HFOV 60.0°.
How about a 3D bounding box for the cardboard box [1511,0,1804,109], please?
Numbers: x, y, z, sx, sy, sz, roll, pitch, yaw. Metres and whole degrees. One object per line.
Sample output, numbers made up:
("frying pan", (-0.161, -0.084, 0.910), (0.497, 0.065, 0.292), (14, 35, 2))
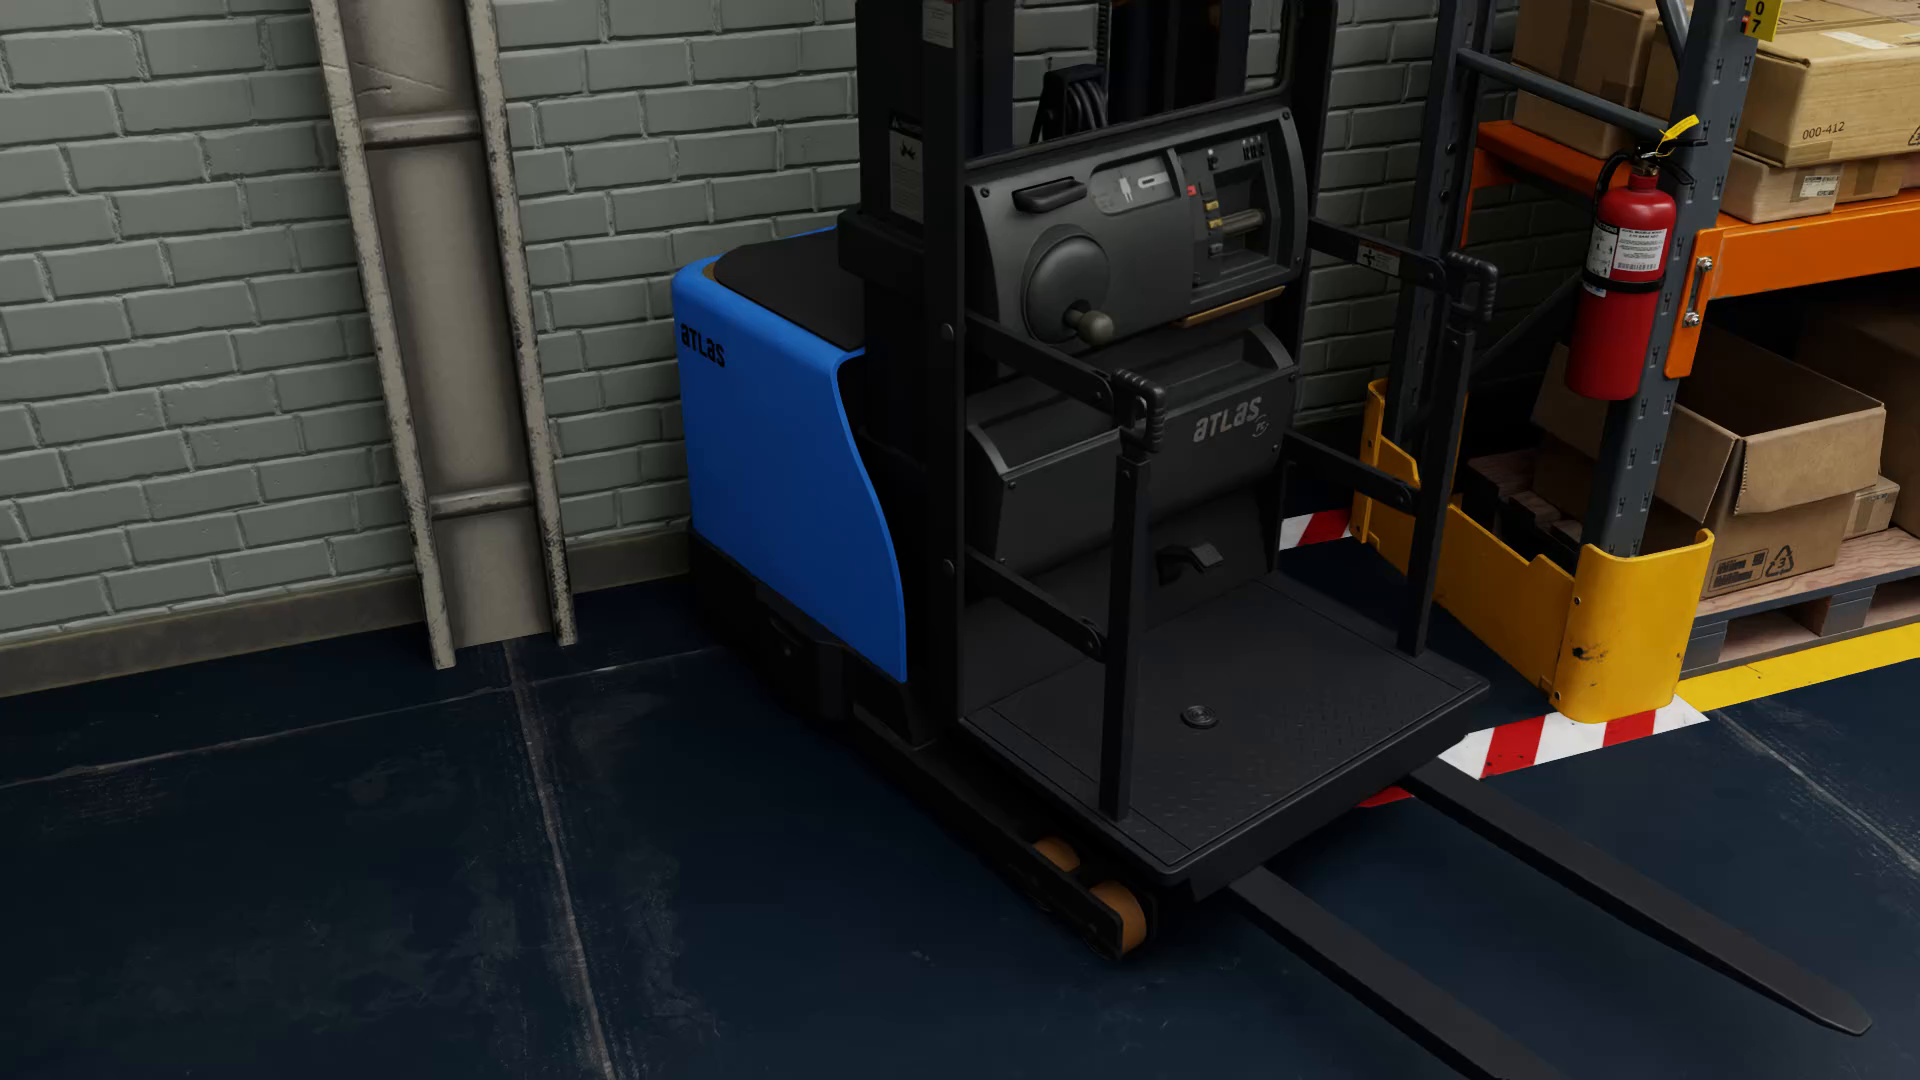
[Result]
("cardboard box", (1.854, -1.362, 4.461), (0.500, 0.250, 0.500), (-10, 31, -16))

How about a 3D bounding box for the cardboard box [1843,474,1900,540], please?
("cardboard box", (2.534, -0.156, 4.949), (0.250, 0.149, 0.380), (-12, 32, -20))

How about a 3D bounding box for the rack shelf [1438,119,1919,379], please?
("rack shelf", (3.390, -1.128, 4.926), (4.000, 0.370, 1.077), (-10, 31, -18))

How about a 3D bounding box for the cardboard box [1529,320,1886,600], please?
("cardboard box", (2.122, -0.255, 4.764), (0.637, 0.503, 0.797), (-12, 32, -20))

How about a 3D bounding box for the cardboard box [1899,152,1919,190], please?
("cardboard box", (2.376, -1.042, 4.303), (0.250, 0.149, 0.380), (-11, 31, -18))

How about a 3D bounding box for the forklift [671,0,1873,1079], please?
("forklift", (0.542, -0.639, 3.410), (1.130, 2.935, 3.031), (-22, 36, -33))

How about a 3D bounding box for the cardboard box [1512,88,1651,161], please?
("cardboard box", (1.733, -1.168, 4.523), (0.250, 0.149, 0.380), (-11, 31, -18))

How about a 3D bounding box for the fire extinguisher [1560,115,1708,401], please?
("fire extinguisher", (1.539, -0.660, 3.833), (0.183, 0.674, 0.296), (-10, 31, -18))

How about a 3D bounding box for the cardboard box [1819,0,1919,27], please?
("cardboard box", (2.507, -1.200, 4.177), (0.500, 0.250, 0.500), (-10, 31, -17))

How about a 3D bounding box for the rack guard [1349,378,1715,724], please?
("rack guard", (1.587, -0.022, 4.784), (0.348, 0.500, 1.175), (-10, 31, -18))

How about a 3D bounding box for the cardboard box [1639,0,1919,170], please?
("cardboard box", (2.035, -1.113, 4.024), (0.500, 0.250, 0.500), (-10, 31, -17))

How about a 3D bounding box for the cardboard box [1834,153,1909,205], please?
("cardboard box", (2.141, -0.981, 4.195), (0.250, 0.149, 0.380), (-10, 31, -16))

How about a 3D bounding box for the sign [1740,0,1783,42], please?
("sign", (1.705, -1.220, 3.486), (0.005, 0.325, 0.100), (-10, 31, -18))

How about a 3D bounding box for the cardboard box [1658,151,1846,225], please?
("cardboard box", (1.919, -0.916, 4.081), (0.250, 0.149, 0.380), (-11, 31, -18))

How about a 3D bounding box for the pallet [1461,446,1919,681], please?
("pallet", (2.334, -0.035, 5.098), (1.213, 0.211, 1.003), (-10, 31, -18))

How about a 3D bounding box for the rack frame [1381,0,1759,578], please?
("rack frame", (1.516, -1.095, 4.142), (0.127, 3.000, 1.000), (-10, 31, -18))

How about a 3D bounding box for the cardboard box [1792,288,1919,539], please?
("cardboard box", (2.937, -0.383, 4.993), (0.500, 0.500, 0.700), (-9, 31, -16))
